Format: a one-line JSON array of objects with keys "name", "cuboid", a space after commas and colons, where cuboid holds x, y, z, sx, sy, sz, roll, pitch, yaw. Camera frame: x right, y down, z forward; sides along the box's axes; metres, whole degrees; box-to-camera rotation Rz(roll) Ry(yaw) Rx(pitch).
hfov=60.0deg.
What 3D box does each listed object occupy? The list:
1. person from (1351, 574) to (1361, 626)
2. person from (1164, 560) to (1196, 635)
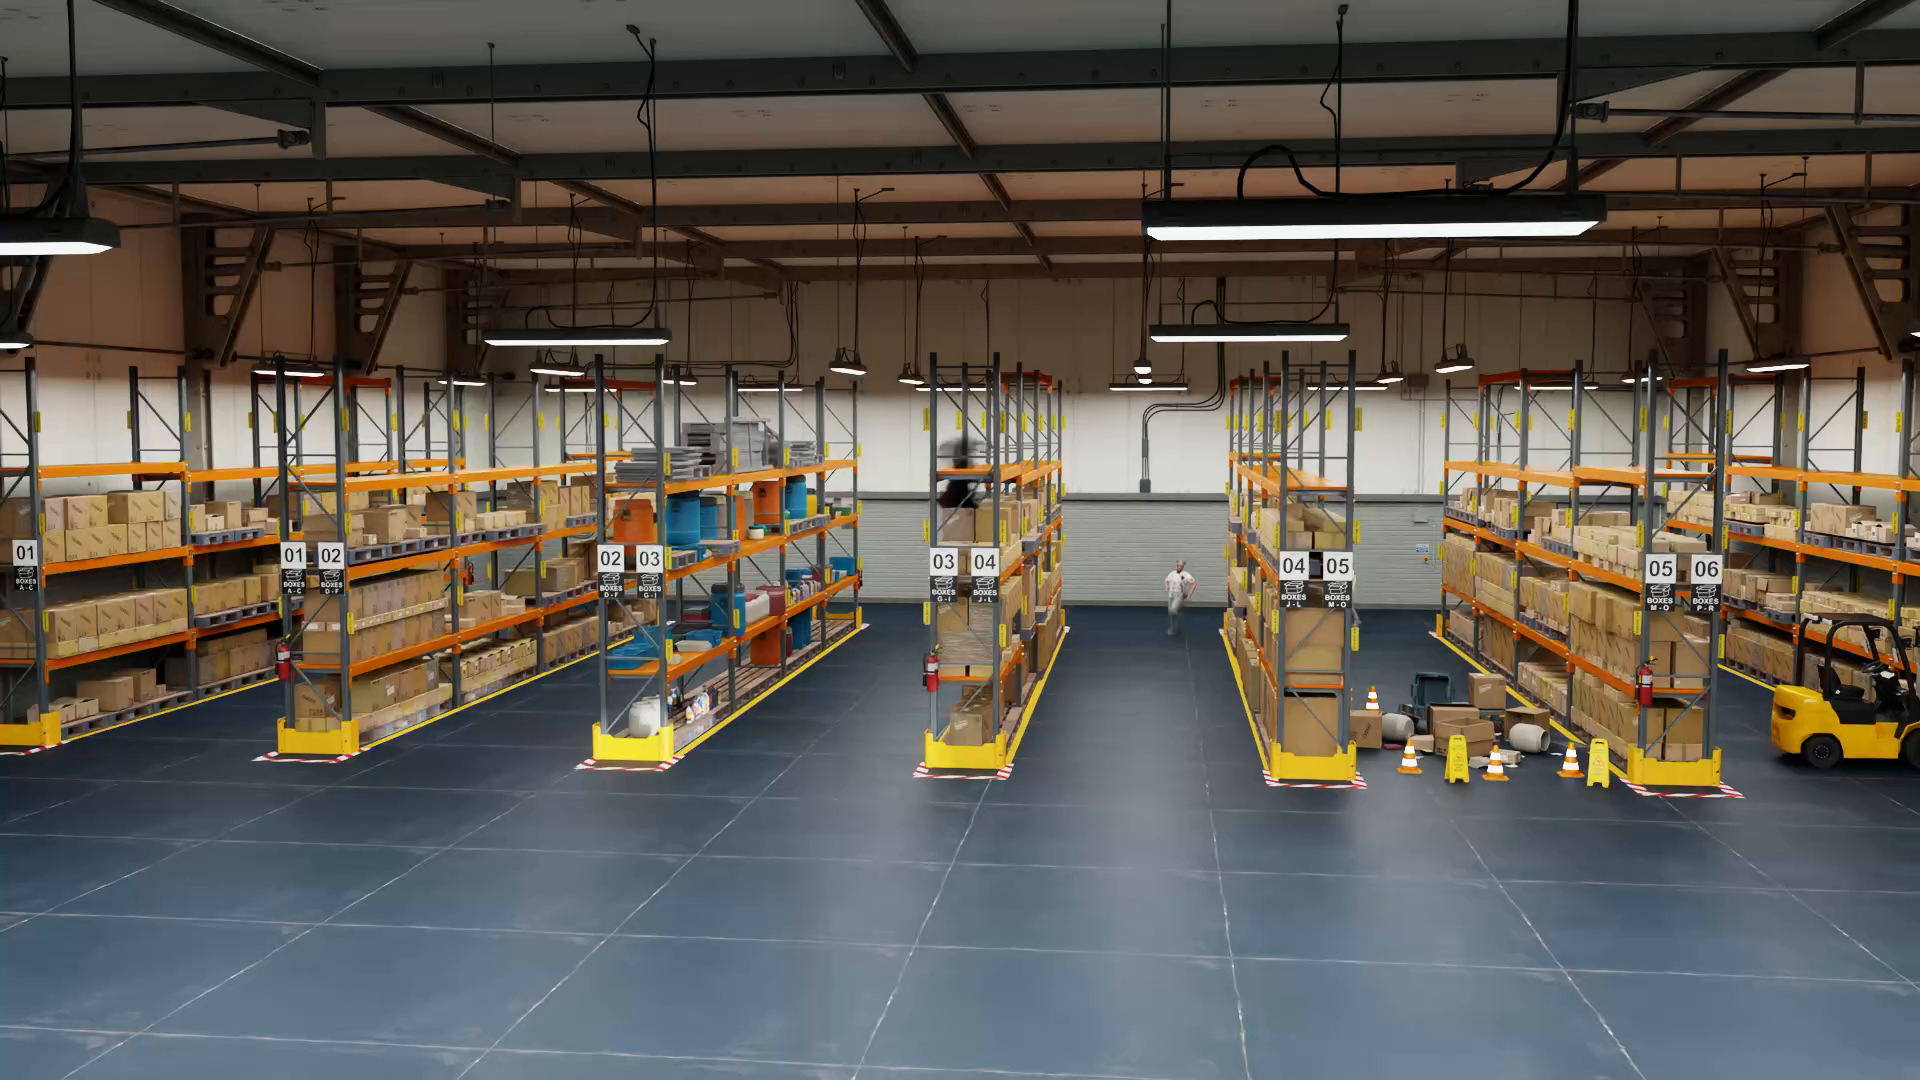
[{"name": "person", "cuboid": [9.346, 1.314, 40.335, 0.760, 1.754, 0.584, 1, 4, 12]}, {"name": "person", "cuboid": [5.142, 1.363, 39.261, 0.728, 1.809, 0.681, 3, 5, 38]}]
